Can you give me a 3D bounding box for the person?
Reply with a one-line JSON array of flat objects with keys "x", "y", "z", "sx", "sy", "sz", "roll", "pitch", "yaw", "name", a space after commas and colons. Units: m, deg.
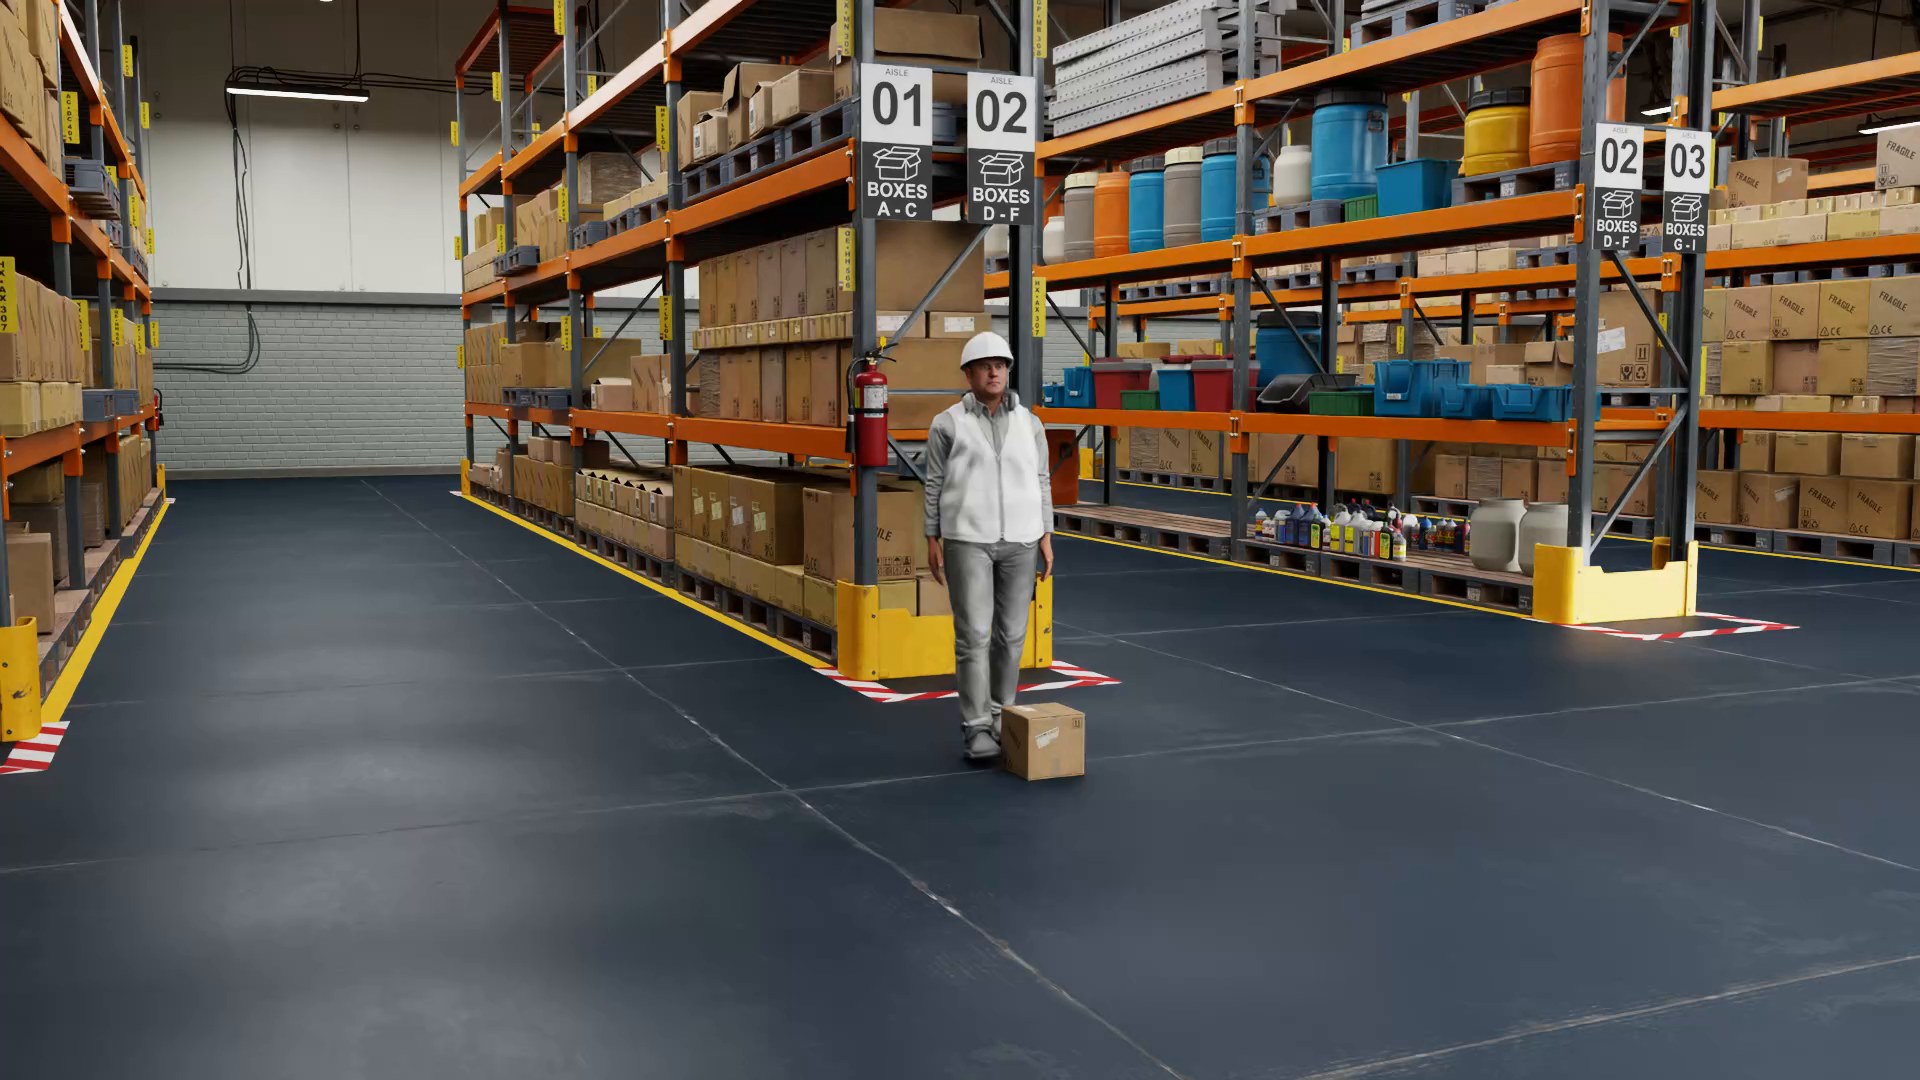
[{"x": 0.152, "y": 0.012, "z": 6.979, "sx": 0.559, "sy": 1.767, "sz": 0.712, "roll": -1, "pitch": 6, "yaw": -16, "name": "person"}]
